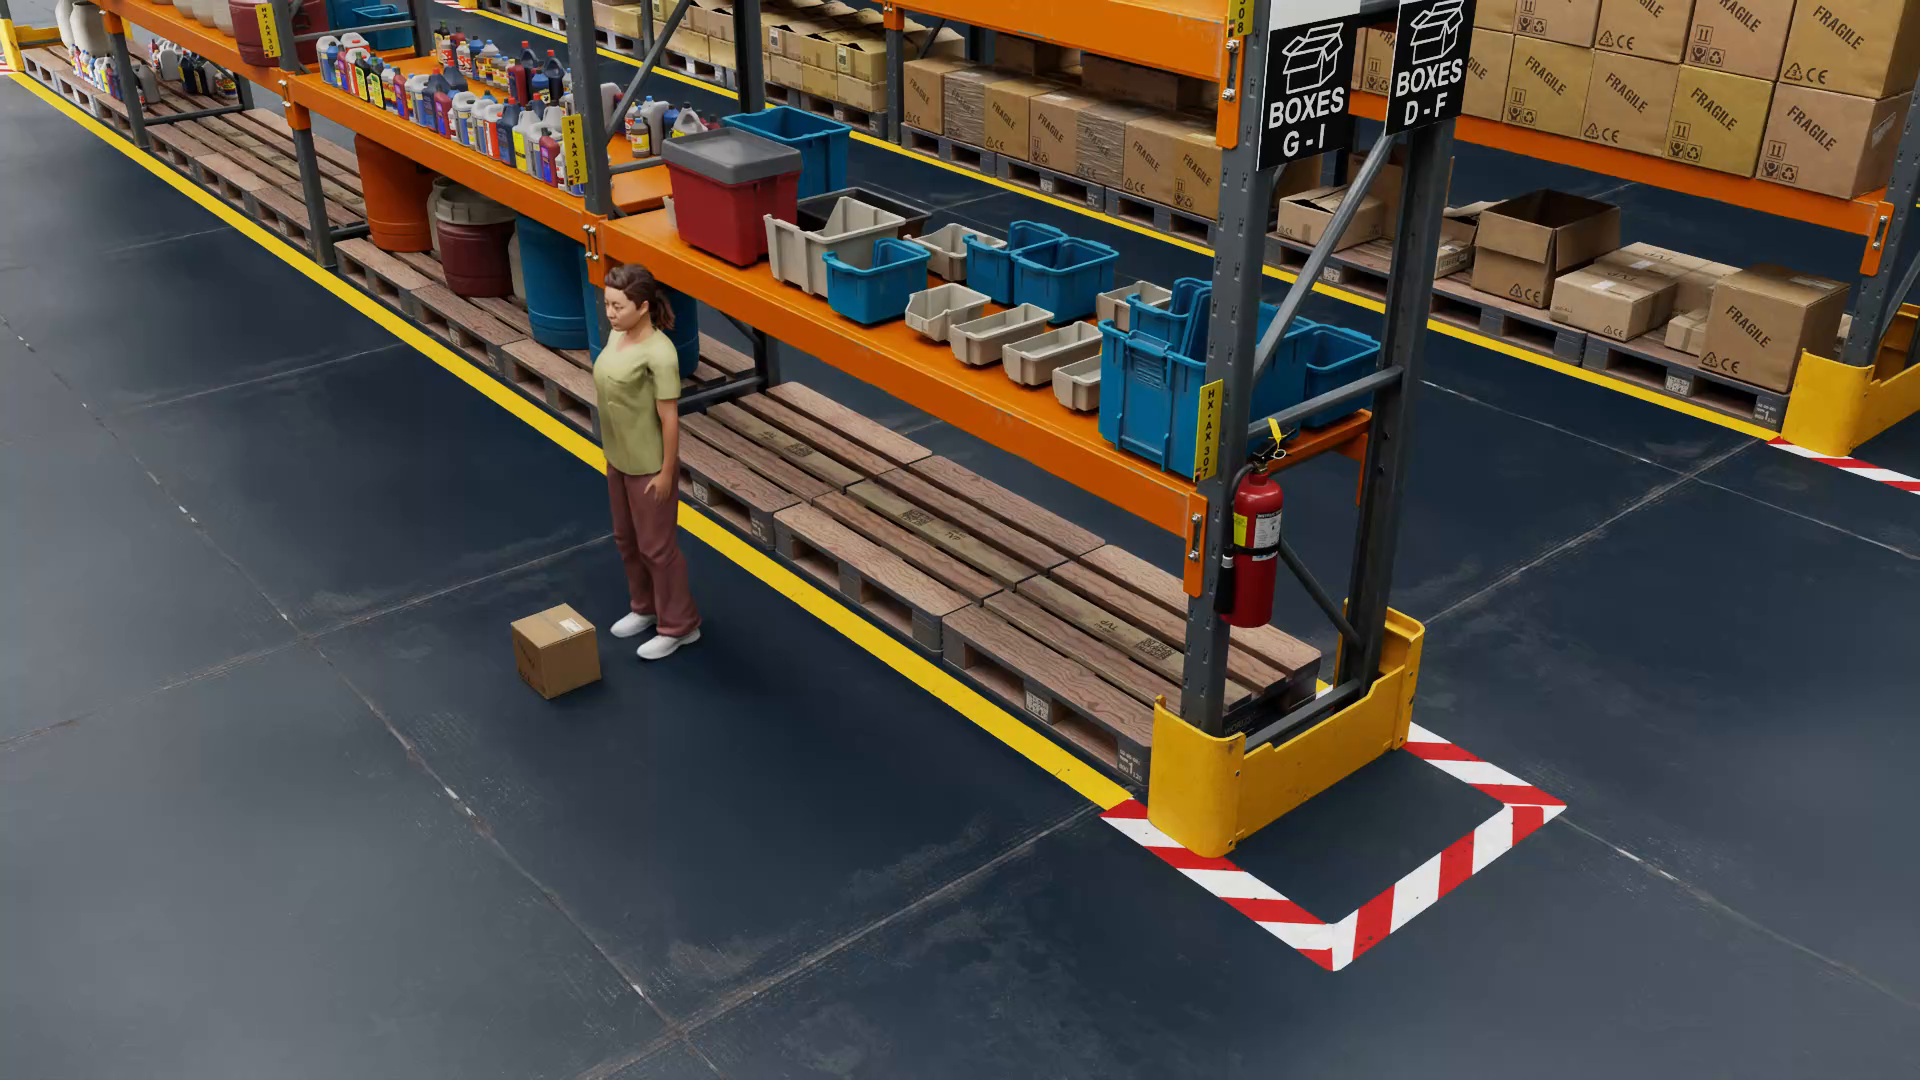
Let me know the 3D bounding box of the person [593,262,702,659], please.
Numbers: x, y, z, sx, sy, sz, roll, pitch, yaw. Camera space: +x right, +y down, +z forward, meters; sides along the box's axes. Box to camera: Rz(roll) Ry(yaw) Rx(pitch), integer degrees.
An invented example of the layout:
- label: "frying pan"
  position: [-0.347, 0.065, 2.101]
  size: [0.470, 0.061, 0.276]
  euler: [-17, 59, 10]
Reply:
- label: "person"
  position: [-1.264, -0.316, 6.720]
  size: [0.359, 1.674, 0.442]
  euler: [-21, 35, -34]
